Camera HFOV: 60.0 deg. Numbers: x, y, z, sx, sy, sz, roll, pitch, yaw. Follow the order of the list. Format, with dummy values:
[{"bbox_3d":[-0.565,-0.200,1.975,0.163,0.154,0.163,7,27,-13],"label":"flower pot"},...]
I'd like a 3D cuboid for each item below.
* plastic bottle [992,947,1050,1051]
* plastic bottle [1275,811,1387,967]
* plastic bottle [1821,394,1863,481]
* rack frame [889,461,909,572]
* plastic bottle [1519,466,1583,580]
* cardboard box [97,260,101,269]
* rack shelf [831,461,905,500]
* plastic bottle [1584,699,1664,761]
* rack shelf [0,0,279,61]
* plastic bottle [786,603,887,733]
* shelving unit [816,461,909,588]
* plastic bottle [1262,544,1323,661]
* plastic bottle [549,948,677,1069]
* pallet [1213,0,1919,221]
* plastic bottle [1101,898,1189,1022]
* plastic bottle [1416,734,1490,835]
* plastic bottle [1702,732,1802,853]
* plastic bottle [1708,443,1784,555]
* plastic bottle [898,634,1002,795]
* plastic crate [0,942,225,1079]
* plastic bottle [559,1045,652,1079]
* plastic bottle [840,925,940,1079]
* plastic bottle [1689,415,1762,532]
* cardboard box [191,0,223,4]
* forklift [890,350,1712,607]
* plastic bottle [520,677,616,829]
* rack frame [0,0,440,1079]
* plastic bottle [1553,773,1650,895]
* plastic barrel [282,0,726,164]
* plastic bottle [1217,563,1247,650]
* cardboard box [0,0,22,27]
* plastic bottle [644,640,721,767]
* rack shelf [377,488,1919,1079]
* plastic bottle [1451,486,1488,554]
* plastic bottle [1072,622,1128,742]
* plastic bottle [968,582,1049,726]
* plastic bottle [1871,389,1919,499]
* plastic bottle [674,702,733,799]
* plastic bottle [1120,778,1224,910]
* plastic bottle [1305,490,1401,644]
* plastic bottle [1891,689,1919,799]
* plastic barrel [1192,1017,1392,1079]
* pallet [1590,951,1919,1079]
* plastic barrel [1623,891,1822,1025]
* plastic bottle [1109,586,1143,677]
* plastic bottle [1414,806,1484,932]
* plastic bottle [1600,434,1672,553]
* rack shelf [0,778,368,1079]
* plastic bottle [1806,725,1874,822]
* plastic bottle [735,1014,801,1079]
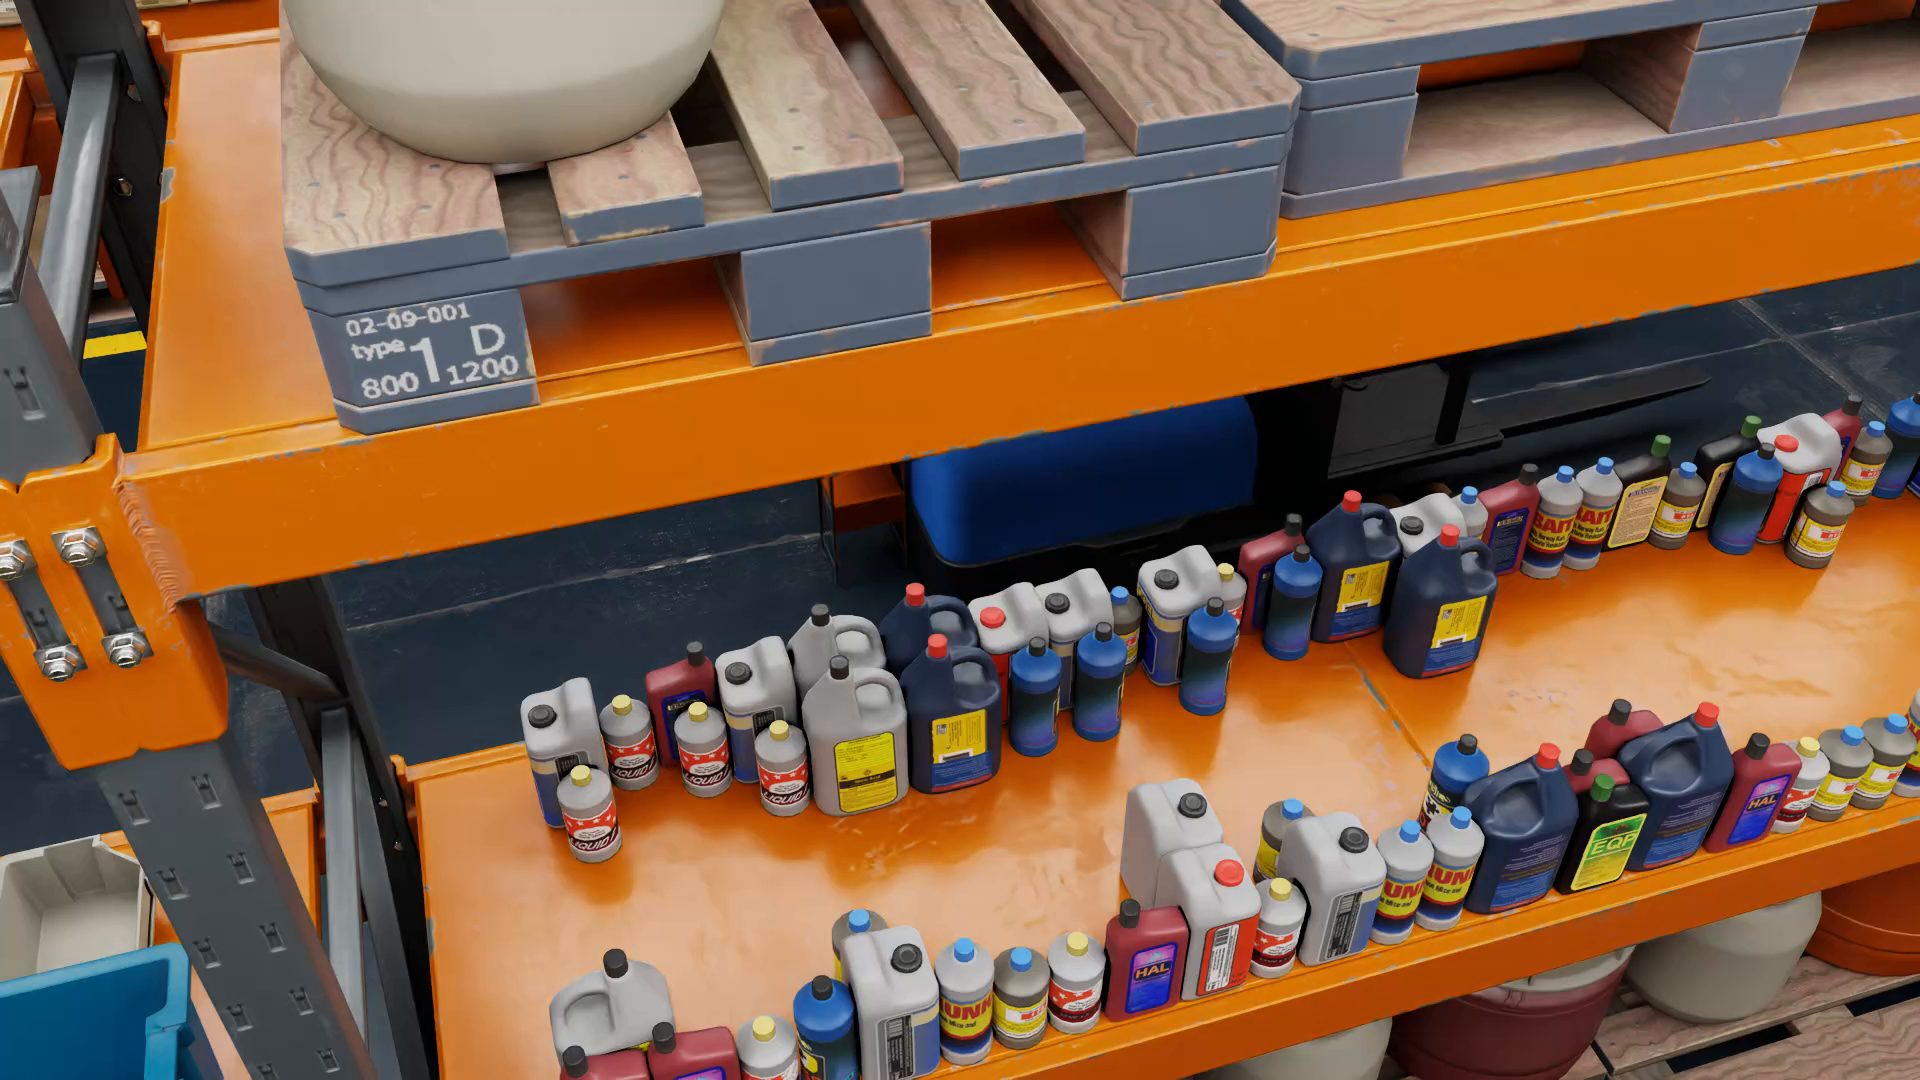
[{"bbox_3d":[0.100,0.750,2.763,0.097,0.201,0.097,0,41,0],"label":"plastic bottle"},{"bbox_3d":[0.643,0.590,2.889,0.135,0.276,0.152,-12,42,-13],"label":"plastic bottle"},{"bbox_3d":[1.961,-0.203,3.791,0.133,0.283,0.061,-12,42,-13],"label":"plastic bottle"},{"bbox_3d":[-0.209,-0.349,5.352,0.008,1.050,0.200,-13,43,-14],"label":"rack frame"},{"bbox_3d":[1.288,-0.046,3.621,0.097,0.271,0.097,0,41,0],"label":"plastic bottle"},{"bbox_3d":[-3.158,-1.761,6.782,0.875,0.875,0.875,-12,42,-13],"label":"cardboard box"},{"bbox_3d":[-0.325,-0.315,5.329,0.240,0.259,0.215,-13,43,-14],"label":"rack shelf"},{"bbox_3d":[1.231,0.398,3.103,0.133,0.283,0.061,-12,42,-13],"label":"plastic bottle"},{"bbox_3d":[-4.412,-1.817,6.097,4.000,0.370,1.077,-12,42,-13],"label":"rack shelf"},{"bbox_3d":[-0.239,0.256,3.214,0.185,0.351,0.144,-12,42,-13],"label":"plastic bottle"},{"bbox_3d":[-0.325,-0.323,5.322,0.252,1.050,0.215,-13,43,-14],"label":"shelving unit"},{"bbox_3d":[0.689,0.120,3.431,0.097,0.271,0.097,0,41,0],"label":"plastic bottle"},{"bbox_3d":[-0.545,0.769,2.627,0.185,0.351,0.144,-12,42,-13],"label":"plastic bottle"},{"bbox_3d":[0.782,-0.876,2.336,1.213,0.211,1.003,-12,42,-13],"label":"pallet"},{"bbox_3d":[0.308,0.688,2.771,0.133,0.283,0.061,-12,42,-13],"label":"plastic bottle"},{"bbox_3d":[0.905,0.457,3.044,0.097,0.271,0.097,0,41,0],"label":"plastic bottle"},{"bbox_3d":[1.450,0.452,3.042,0.133,0.283,0.061,-12,42,-13],"label":"plastic bottle"},{"bbox_3d":[1.747,-0.099,3.682,0.097,0.271,0.097,0,41,0],"label":"plastic bottle"},{"bbox_3d":[-0.019,0.310,3.152,0.185,0.351,0.144,-12,42,-13],"label":"plastic bottle"},{"bbox_3d":[-1.360,0.915,2.390,0.575,0.384,0.392,-12,42,-13],"label":"plastic crate"},{"bbox_3d":[-0.539,0.864,2.570,0.133,0.283,0.061,-12,42,-13],"label":"plastic bottle"},{"bbox_3d":[-0.112,0.747,2.710,0.135,0.276,0.152,-12,42,-13],"label":"plastic bottle"},{"bbox_3d":[1.706,-0.150,3.730,0.133,0.283,0.061,-12,42,-13],"label":"plastic bottle"},{"bbox_3d":[-2.697,-2.123,6.091,0.250,0.149,0.380,-11,42,-13],"label":"cardboard box"},{"bbox_3d":[1.215,-1.413,5.140,3.031,2.935,1.130,-13,43,-14],"label":"forklift"},{"bbox_3d":[-0.738,0.391,3.117,0.135,0.276,0.152,-12,42,-13],"label":"plastic bottle"},{"bbox_3d":[-1.017,0.625,2.755,0.127,3.000,1.000,-12,42,-13],"label":"rack frame"},{"bbox_3d":[1.147,0.515,2.970,0.133,0.283,0.061,-12,42,-13],"label":"plastic bottle"},{"bbox_3d":[-0.440,-0.661,1.524,0.433,0.535,0.433,0,41,0],"label":"plastic barrel"},{"bbox_3d":[0.543,0.134,3.467,0.097,0.201,0.097,0,41,0],"label":"plastic bottle"},{"bbox_3d":[-3.433,-1.971,5.917,0.250,0.149,0.380,-11,42,-12],"label":"cardboard box"},{"bbox_3d":[-0.531,0.314,3.200,0.133,0.283,0.061,-12,42,-13],"label":"plastic bottle"},{"bbox_3d":[0.891,0.500,3.444,4.000,0.370,1.077,-12,42,-13],"label":"rack shelf"},{"bbox_3d":[1.068,-0.001,3.569,0.097,0.271,0.097,0,41,0],"label":"plastic bottle"},{"bbox_3d":[0.275,0.269,3.260,0.097,0.271,0.097,0,41,0],"label":"plastic bottle"},{"bbox_3d":[0.091,0.219,3.314,0.135,0.276,0.152,-12,42,-13],"label":"plastic bottle"},{"bbox_3d":[2.170,-0.229,3.830,0.097,0.271,0.097,0,41,0],"label":"plastic bottle"},{"bbox_3d":[-0.490,0.391,3.174,0.097,0.201,0.097,0,41,0],"label":"plastic bottle"},{"bbox_3d":[0.376,0.541,2.946,0.135,0.276,0.152,-12,42,-13],"label":"plastic bottle"},{"bbox_3d":[0.812,0.039,3.463,0.185,0.351,0.144,-12,42,-13],"label":"plastic bottle"},{"bbox_3d":[1.834,0.364,3.151,0.097,0.271,0.097,0,41,0],"label":"plastic bottle"},{"bbox_3d":[0.748,1.111,3.770,0.421,0.512,0.421,0,41,0],"label":"plastic barrel"},{"bbox_3d":[2.059,1.066,4.369,1.213,0.211,1.003,-12,42,-13],"label":"pallet"},{"bbox_3d":[1.825,0.888,4.025,0.421,0.512,0.421,0,41,0],"label":"plastic barrel"},{"bbox_3d":[0.322,0.180,3.415,0.097,0.201,0.097,0,41,0],"label":"plastic bottle"},{"bbox_3d":[0.855,0.567,2.919,0.097,0.271,0.097,0,41,0],"label":"plastic bottle"},{"bbox_3d":[1.486,-0.104,3.678,0.133,0.283,0.061,-12,42,-13],"label":"plastic bottle"},{"bbox_3d":[-2.925,1.291,2.539,4.000,0.370,1.077,-12,42,-13],"label":"rack shelf"},{"bbox_3d":[1.648,0.429,3.130,0.097,0.201,0.097,0,41,0],"label":"plastic bottle"},{"bbox_3d":[-0.307,0.834,2.666,0.097,0.201,0.097,0,41,0],"label":"plastic bottle"}]
